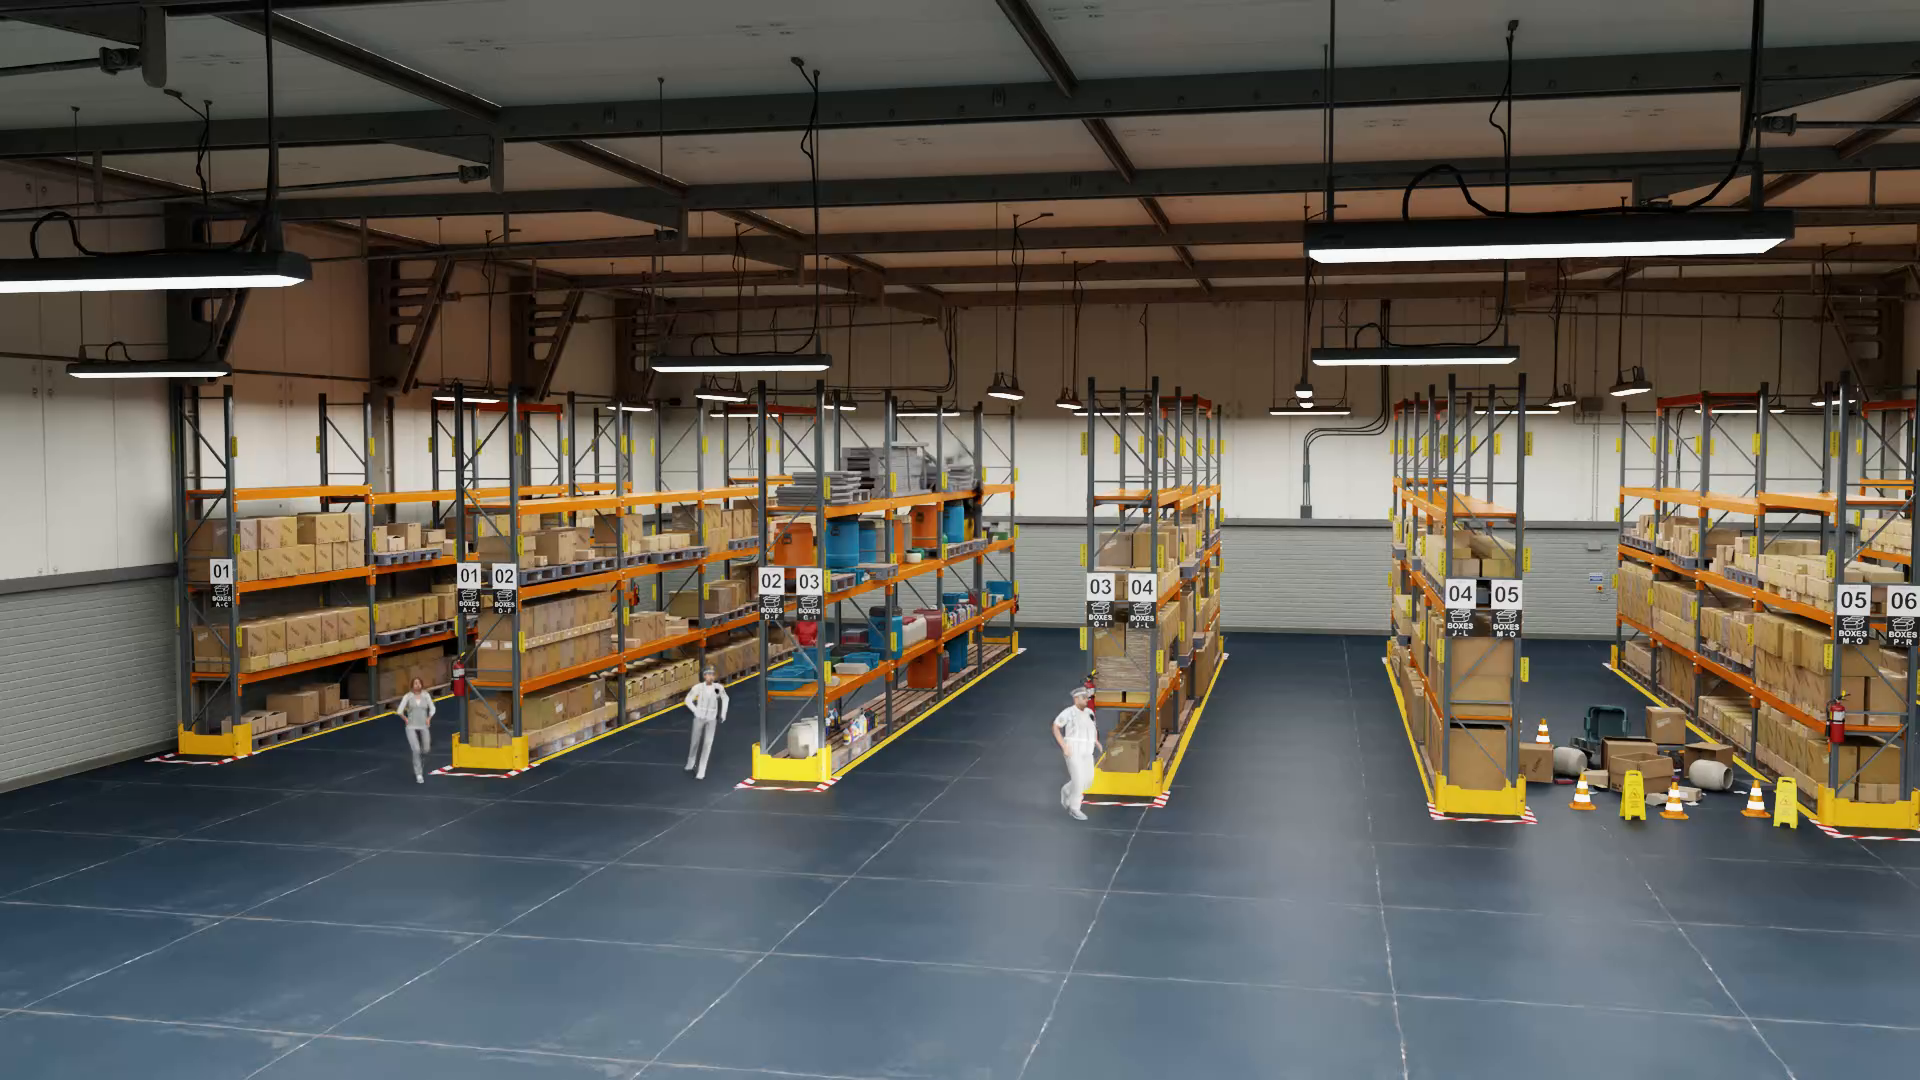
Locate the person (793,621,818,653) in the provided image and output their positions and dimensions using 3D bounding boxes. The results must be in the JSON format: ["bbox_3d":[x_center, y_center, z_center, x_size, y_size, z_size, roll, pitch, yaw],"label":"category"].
[{"bbox_3d":[-3.090,2.262,33.839,0.675,1.688,0.830,0,3,4],"label":"person"}]

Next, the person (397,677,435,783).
[{"bbox_3d":[-8.150,2.842,24.972,0.560,1.583,0.536,-2,4,-32],"label":"person"}]

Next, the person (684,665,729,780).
[{"bbox_3d":[-3.863,2.759,25.346,0.680,1.717,0.737,-1,3,-10],"label":"person"}]

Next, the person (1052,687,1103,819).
[{"bbox_3d":[1.618,2.880,22.657,0.721,1.759,0.642,-2,4,-35],"label":"person"}]
